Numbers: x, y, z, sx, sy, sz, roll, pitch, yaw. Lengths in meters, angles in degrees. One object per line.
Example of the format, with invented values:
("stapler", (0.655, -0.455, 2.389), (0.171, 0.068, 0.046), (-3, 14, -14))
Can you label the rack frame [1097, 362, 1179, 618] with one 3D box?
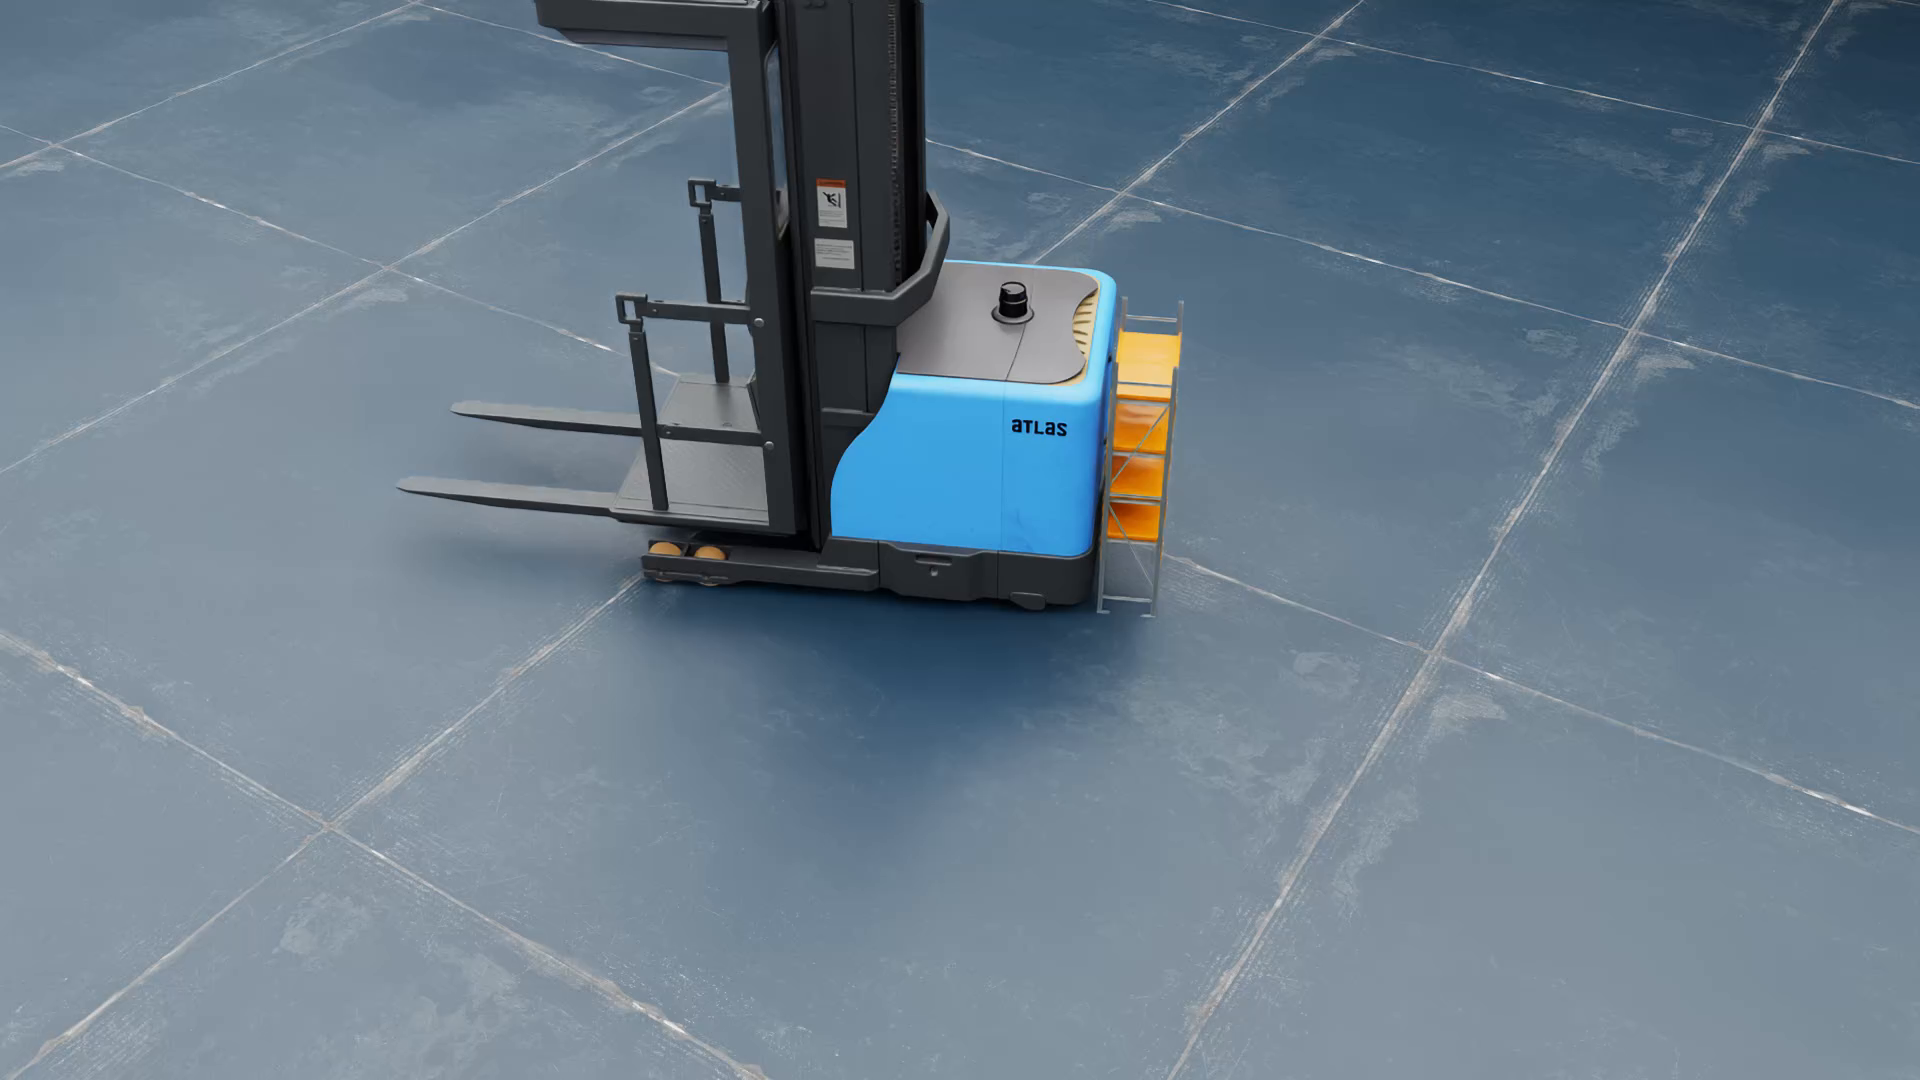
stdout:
("rack frame", (0.684, -0.168, 6.485), (0.240, 1.200, 0.015), (5, 38, 7))

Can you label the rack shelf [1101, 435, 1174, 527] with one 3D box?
("rack shelf", (0.719, -0.262, 6.717), (0.258, 0.148, 0.480), (5, 38, 7))

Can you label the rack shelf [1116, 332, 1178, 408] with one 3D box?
("rack shelf", (0.720, -0.657, 6.412), (0.221, 0.050, 0.457), (5, 38, 7))

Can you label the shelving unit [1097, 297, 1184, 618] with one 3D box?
("shelving unit", (0.719, -0.315, 6.676), (0.258, 1.200, 0.503), (5, 38, 7))

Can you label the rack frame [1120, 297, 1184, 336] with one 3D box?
("rack frame", (0.755, -0.462, 6.867), (0.240, 1.200, 0.015), (5, 38, 7))

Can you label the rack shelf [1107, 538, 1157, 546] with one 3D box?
("rack shelf", (0.719, -0.127, 6.821), (0.199, 0.029, 0.442), (5, 38, 7))

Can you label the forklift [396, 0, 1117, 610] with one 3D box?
("forklift", (-0.894, -1.280, 6.510), (3.031, 2.935, 1.130), (5, 38, 7))

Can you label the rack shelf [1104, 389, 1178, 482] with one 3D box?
("rack shelf", (0.719, -0.439, 6.580), (0.258, 0.148, 0.480), (5, 38, 7))
